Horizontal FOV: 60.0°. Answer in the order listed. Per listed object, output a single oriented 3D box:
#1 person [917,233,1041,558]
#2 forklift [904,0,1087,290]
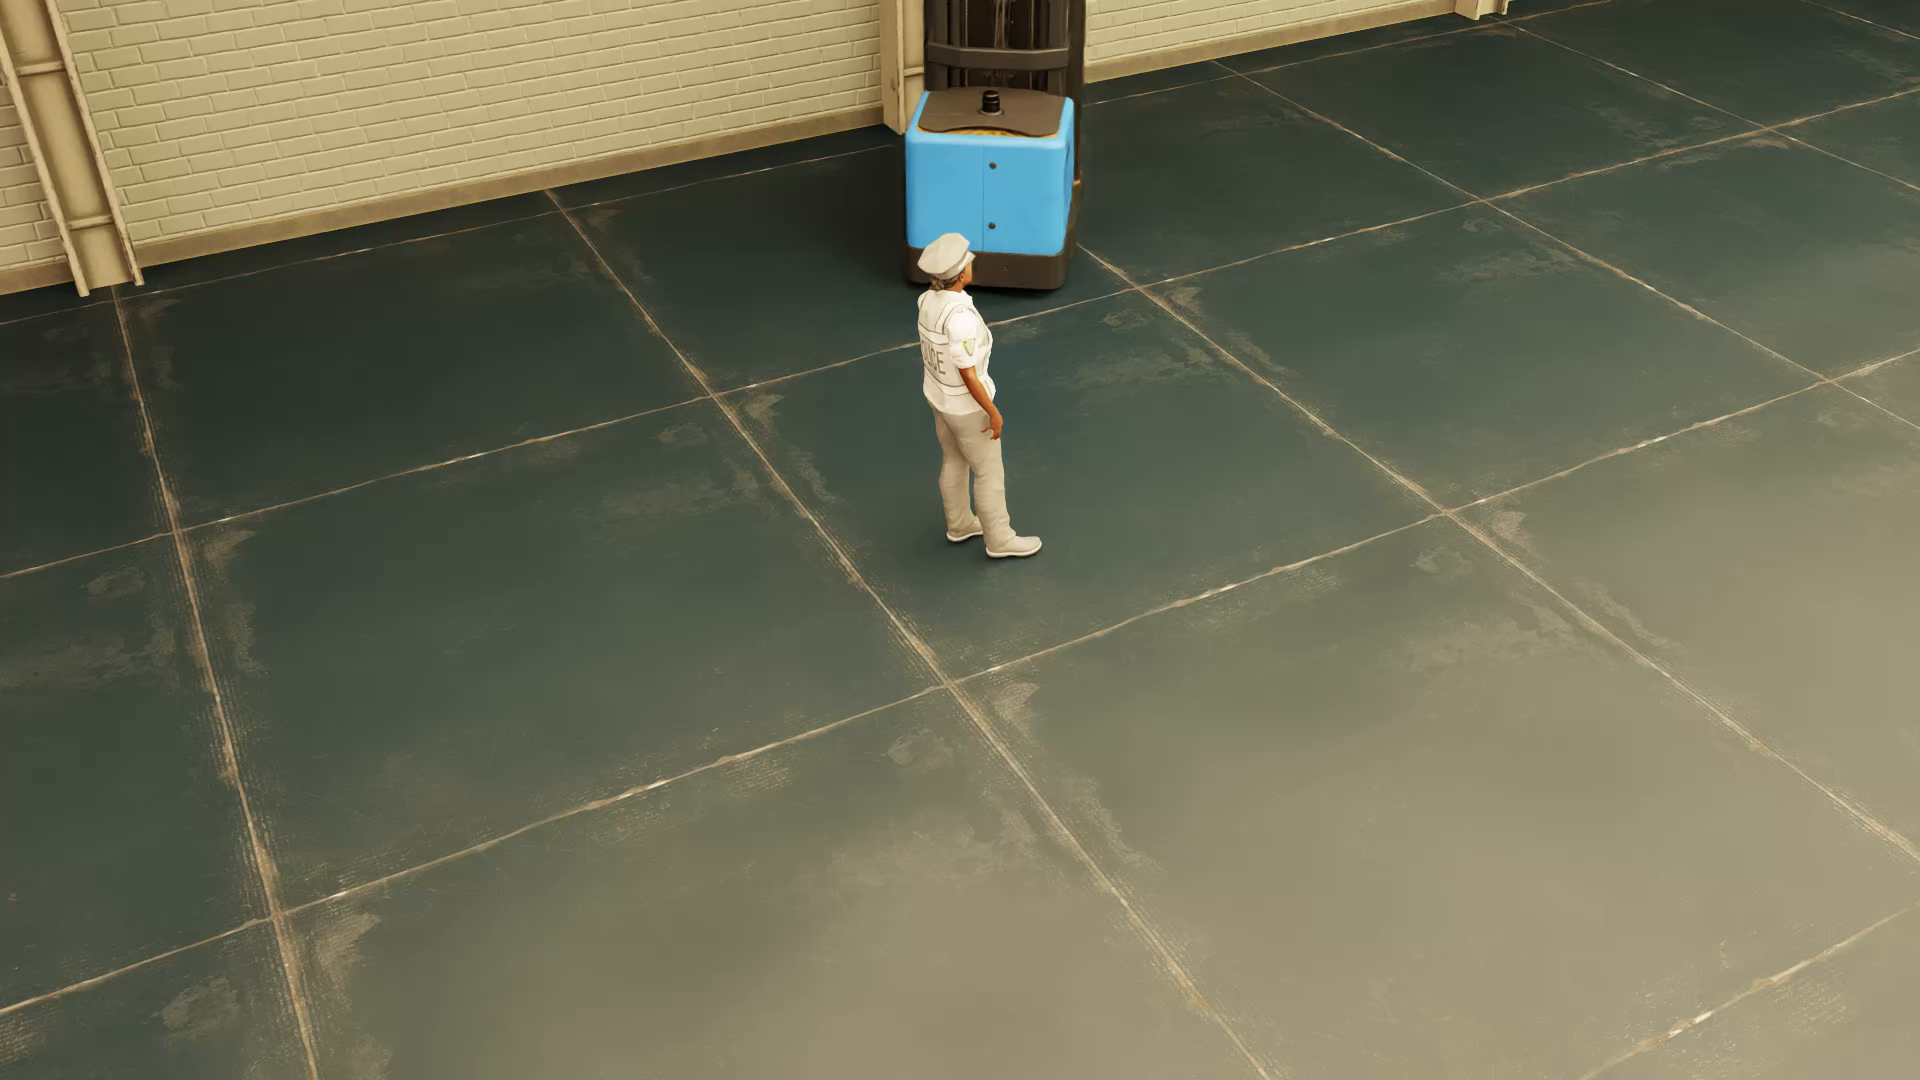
[{"bbox_3d":[0.075,-0.708,8.183,0.530,1.695,0.569,-17,39,-23],"label":"person"},{"bbox_3d":[0.329,-3.668,11.312,1.130,2.935,3.031,4,35,6],"label":"forklift"}]
